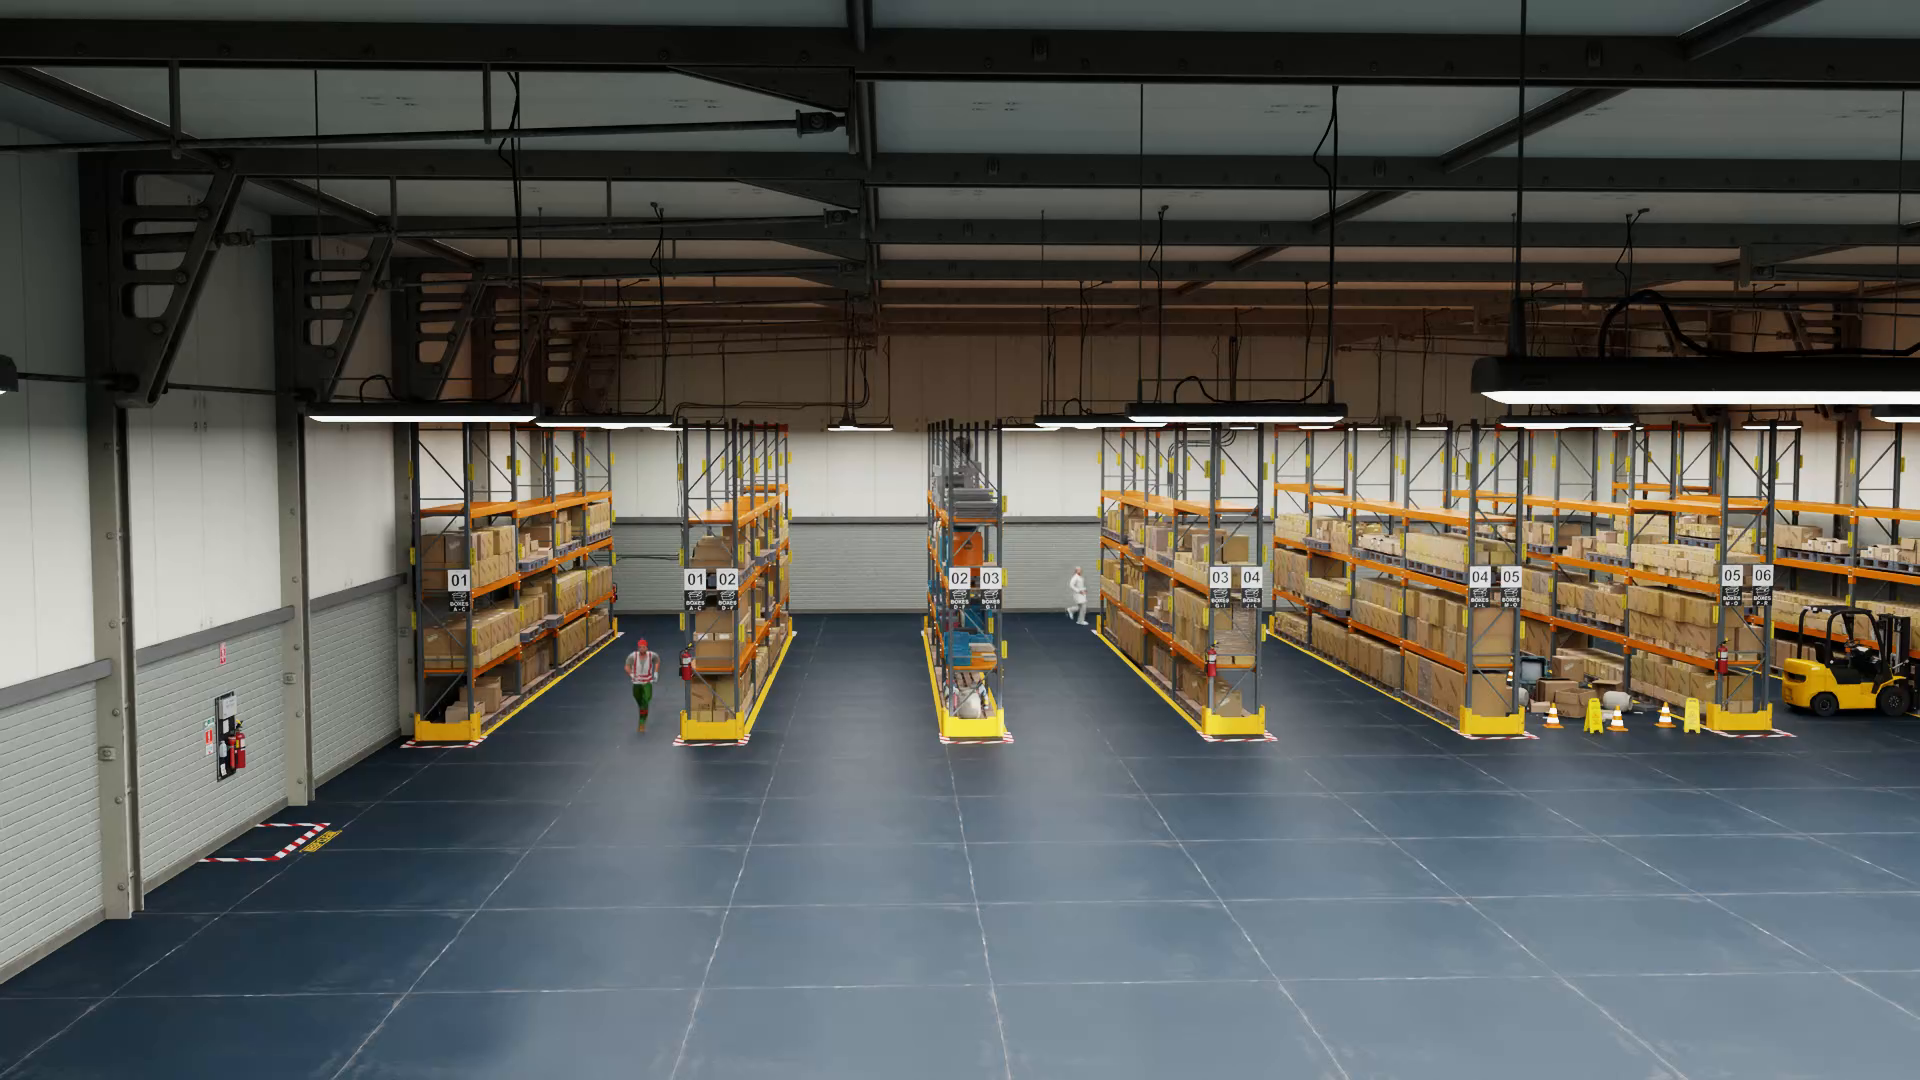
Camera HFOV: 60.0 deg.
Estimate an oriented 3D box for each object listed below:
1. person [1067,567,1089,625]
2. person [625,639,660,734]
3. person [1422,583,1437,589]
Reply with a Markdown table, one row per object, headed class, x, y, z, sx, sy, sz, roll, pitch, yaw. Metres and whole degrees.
| class | x | y | z | sx | sy | sz | roll | pitch | yaw |
| --- | --- | --- | --- | --- | --- | --- | --- | --- | --- |
| person | 3.520 | 1.669 | 49.962 | 0.719 | 1.743 | 0.712 | 2 | 4 | 23 |
| person | -6.148 | 2.782 | 32.213 | 0.658 | 1.773 | 1.135 | 0 | 4 | -5 |
| person | 13.938 | 1.667 | 49.723 | 0.644 | 1.737 | 0.660 | 0 | 4 | -5 |
